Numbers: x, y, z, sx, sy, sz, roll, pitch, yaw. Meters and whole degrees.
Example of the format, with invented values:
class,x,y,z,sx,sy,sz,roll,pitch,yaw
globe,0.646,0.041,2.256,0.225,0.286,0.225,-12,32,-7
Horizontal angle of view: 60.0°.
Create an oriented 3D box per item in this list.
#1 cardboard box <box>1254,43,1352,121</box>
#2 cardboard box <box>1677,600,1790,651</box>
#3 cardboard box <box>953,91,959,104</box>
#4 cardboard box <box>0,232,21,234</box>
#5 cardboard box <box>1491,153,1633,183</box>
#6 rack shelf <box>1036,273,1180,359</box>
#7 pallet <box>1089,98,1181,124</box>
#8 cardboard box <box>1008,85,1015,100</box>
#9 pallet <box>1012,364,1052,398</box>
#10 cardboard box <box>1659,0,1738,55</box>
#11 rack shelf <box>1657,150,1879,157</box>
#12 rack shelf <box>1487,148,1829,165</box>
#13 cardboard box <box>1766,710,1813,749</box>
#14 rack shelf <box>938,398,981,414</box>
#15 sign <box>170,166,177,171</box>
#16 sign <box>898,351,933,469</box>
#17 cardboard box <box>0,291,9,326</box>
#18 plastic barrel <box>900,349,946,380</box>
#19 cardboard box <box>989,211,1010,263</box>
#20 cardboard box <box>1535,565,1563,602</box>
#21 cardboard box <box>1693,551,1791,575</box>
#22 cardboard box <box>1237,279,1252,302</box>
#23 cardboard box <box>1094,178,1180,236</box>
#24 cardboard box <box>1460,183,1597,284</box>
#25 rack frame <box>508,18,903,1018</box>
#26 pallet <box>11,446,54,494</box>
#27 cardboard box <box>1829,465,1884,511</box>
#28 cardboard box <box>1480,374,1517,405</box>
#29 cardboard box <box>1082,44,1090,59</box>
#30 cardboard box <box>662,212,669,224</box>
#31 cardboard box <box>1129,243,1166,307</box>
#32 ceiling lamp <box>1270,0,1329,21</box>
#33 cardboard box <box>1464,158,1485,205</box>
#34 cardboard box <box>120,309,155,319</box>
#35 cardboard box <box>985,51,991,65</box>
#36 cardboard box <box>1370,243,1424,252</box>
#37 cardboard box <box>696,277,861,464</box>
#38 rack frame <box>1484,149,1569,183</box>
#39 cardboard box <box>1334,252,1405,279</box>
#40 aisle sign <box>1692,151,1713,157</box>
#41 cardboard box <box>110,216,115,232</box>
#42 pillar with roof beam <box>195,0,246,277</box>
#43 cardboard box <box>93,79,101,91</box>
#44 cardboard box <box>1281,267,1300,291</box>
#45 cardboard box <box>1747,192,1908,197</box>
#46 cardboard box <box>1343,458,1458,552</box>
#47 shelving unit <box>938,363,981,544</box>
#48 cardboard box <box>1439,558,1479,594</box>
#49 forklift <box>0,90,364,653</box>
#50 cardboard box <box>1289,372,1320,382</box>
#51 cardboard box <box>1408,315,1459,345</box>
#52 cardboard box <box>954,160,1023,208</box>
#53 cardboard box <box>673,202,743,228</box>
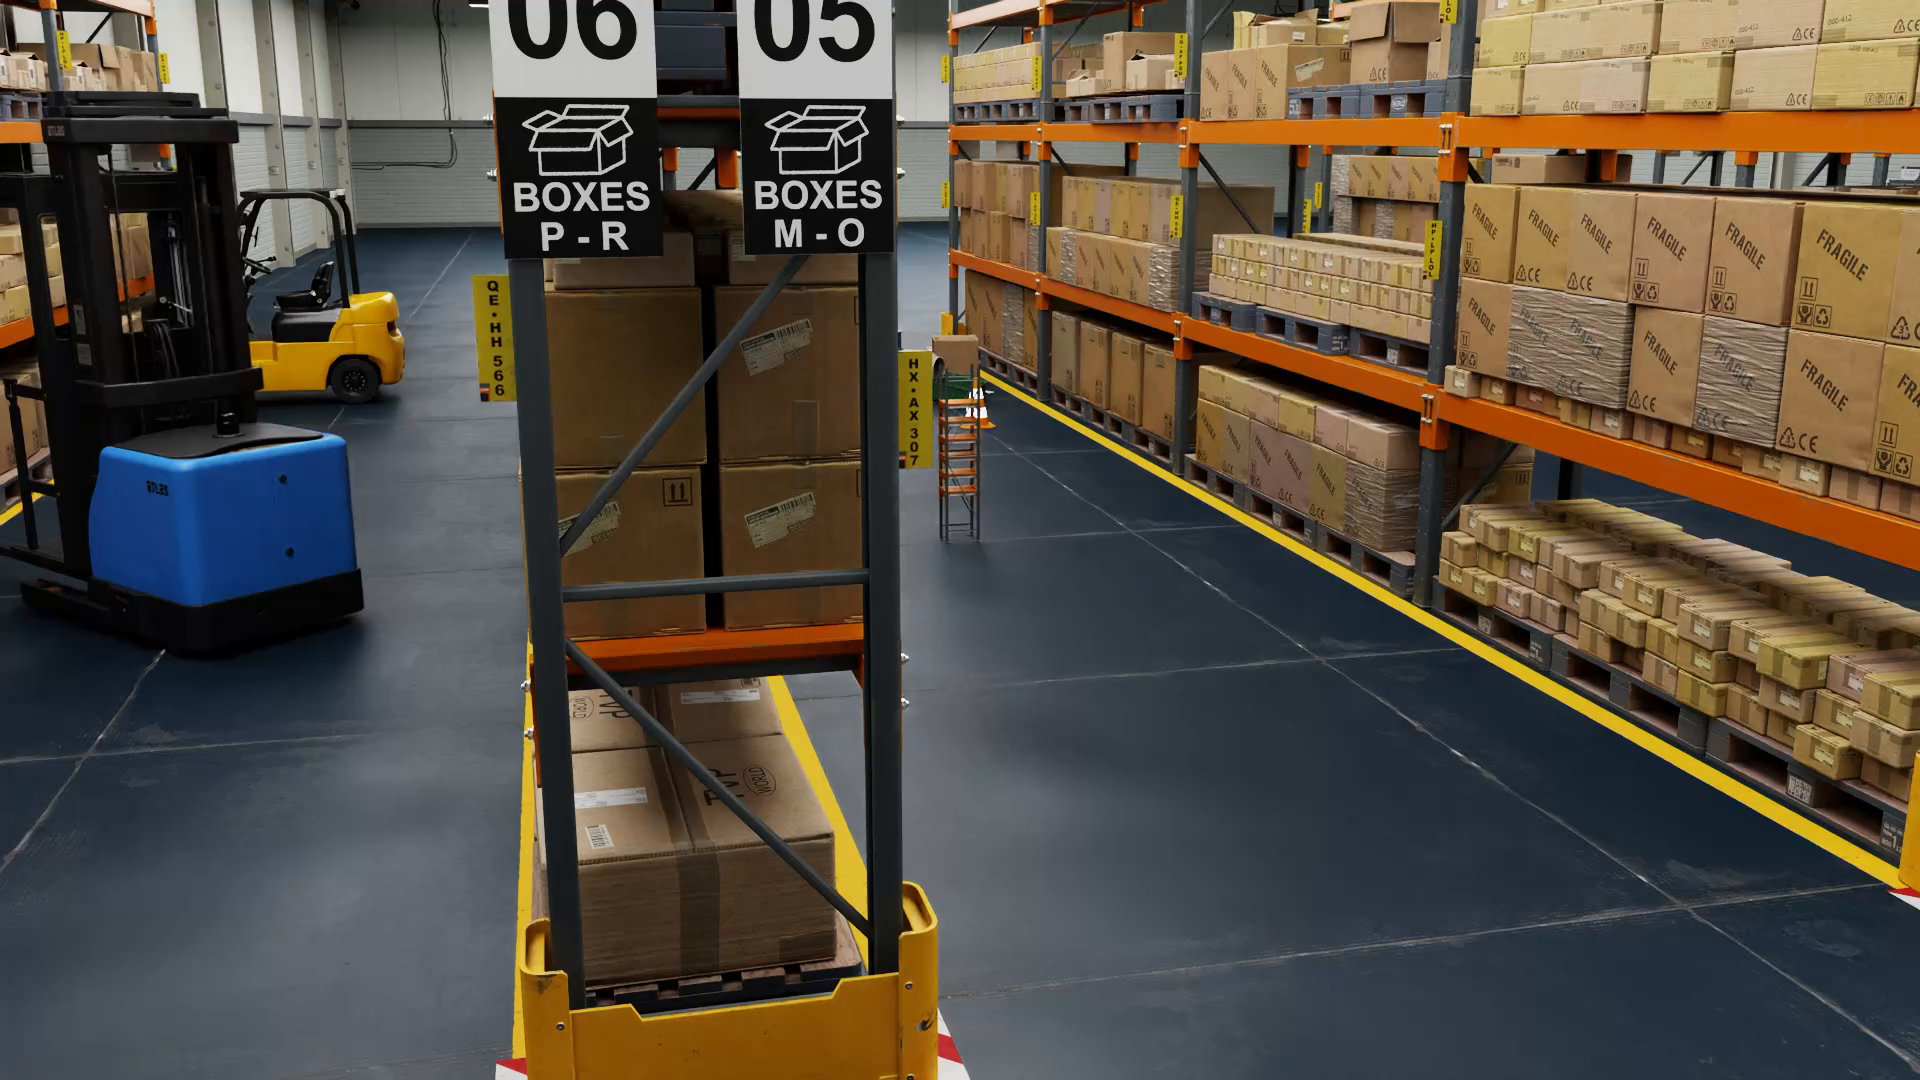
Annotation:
class,x,y,z,sx,sy,sz,roll,pitch,yaw
cardboard box,2.365,-3.143,11.440,0.500,0.500,0.500,-3,14,-13
cardboard box,3.447,0.380,7.421,0.380,0.149,0.250,-3,14,-11
cardboard box,0.133,-5.350,20.118,0.380,0.149,0.250,-3,14,-13
cardboard box,-7.683,-2.364,13.205,0.380,0.149,0.250,-3,14,-13
cardboard box,6.199,-3.494,17.259,1.000,1.000,1.000,-3,14,-13
rack shelf,1.773,-2.126,15.323,1.077,0.370,4.000,-3,14,-13
pallet,1.775,-3.782,14.667,1.003,0.211,1.213,-3,14,-11
cardboard box,0.726,-4.767,17.732,0.380,0.149,0.250,-3,14,-13
pallet,1.201,-1.762,18.193,1.003,0.211,1.213,-3,14,-13
cardboard box,3.420,-2.241,7.220,0.500,0.250,0.500,-4,14,-16
rack shelf,10.493,-5.035,20.910,1.077,0.370,4.000,-3,14,-13
rack shelf,6.618,-3.836,16.003,1.077,0.370,4.000,-3,14,-13
cardboard box,3.658,0.784,7.022,0.380,0.149,0.250,-3,14,-13
rack shelf,-0.003,-0.893,11.223,0.258,0.103,0.180,-3,14,-13
sign,-8.717,-3.987,18.488,0.100,0.325,0.005,-3,14,-13
sign,-0.125,-0.357,4.579,0.100,0.325,0.005,-3,14,-13
cardboard box,-7.477,-1.715,12.442,0.500,0.250,0.500,-4,14,-15
plastic barrel,-0.454,-1.861,18.153,0.512,0.421,0.421,7,15,26
cardboard box,0.820,-3.467,18.982,0.875,0.550,0.500,-3,14,-13
cardboard box,3.256,0.217,8.714,0.380,0.149,0.250,-4,14,-16
cardboard box,3.897,0.165,8.299,0.380,0.149,0.250,-4,14,-15
cardboard box,2.278,-1.857,12.352,0.380,0.149,0.250,-3,14,-10
cardboard box,1.667,-3.121,15.566,0.700,0.500,0.500,-3,14,-13
cardboard box,3.051,-1.652,8.925,0.500,0.500,0.500,-3,14,-12
rack frame,-0.666,0.131,4.570,1.000,3.000,0.127,-3,14,-13
pallet,-7.807,-0.555,13.255,1.003,0.211,1.213,-3,14,-13
cardboard box,3.675,-0.222,6.545,0.380,0.149,0.250,-3,14,-14
cardboard box,3.064,-0.830,9.033,0.380,0.149,0.250,-3,14,-12
cardboard box,1.487,-5.073,17.306,0.380,0.149,0.250,-3,14,-14
cardboard box,-1.182,-1.027,5.625,0.380,0.149,0.250,-3,14,-14
cardboard box,1.760,-2.266,14.172,0.500,0.500,0.500,-3,14,-13
ceiling lamp,9.699,-16.330,47.008,2.000,3.185,0.800,-3,14,-13
cardboard box,5.775,-3.957,18.359,0.500,0.500,0.500,-3,14,-13
cardboard box,-8.471,-2.197,16.901,0.500,0.250,0.500,-4,14,-14
cardboard box,0.491,-5.387,18.591,0.380,0.149,0.250,-3,14,-12
cardboard box,3.105,-1.999,11.679,0.380,0.149,0.250,-3,14,-10
cardboard box,-0.502,-0.530,4.958,0.500,0.500,0.500,-4,14,-14
rack frame,6.148,-3.190,18.162,1.000,3.000,0.127,-3,14,-13
cardboard box,2.659,-1.783,10.795,0.380,0.149,0.250,-4,14,-15
aisle sign,10.295,-5.684,22.896,0.394,0.787,0.004,-3,14,-13
cardboard box,-8.264,-2.991,15.771,0.380,0.149,0.250,-3,14,-12
pillar with roof beam,-8.594,-8.994,29.281,9.100,9.000,0.400,-3,14,-13
cardboard box,-8.299,-4.245,15.596,0.380,0.149,0.250,-3,14,-11
cardboard box,2.465,-1.820,11.576,0.380,0.149,0.250,-3,14,-14
cardboard box,3.926,-1.320,7.565,0.500,0.500,0.500,-4,14,-15
cardboard box,2.764,-0.237,10.460,0.500,0.500,0.500,-4,14,-14
shelving unit,-0.003,-0.586,11.298,0.258,1.200,0.189,-3,14,-13
cardboard box,2.956,0.192,9.443,0.380,0.149,0.250,-4,14,-16
forklift,-4.894,-1.079,9.666,3.031,2.935,1.130,10,17,36
cardboard box,2.788,-1.109,12.447,0.500,0.250,0.500,-3,14,-12
cardboard box,2.897,-1.253,9.882,0.380,0.149,0.250,-4,14,-14
cardboard box,0.414,-4.369,20.398,0.875,0.550,0.550,-3,14,-13
cardboard box,-0.913,-1.233,6.471,0.380,0.149,0.250,-3,14,-13
